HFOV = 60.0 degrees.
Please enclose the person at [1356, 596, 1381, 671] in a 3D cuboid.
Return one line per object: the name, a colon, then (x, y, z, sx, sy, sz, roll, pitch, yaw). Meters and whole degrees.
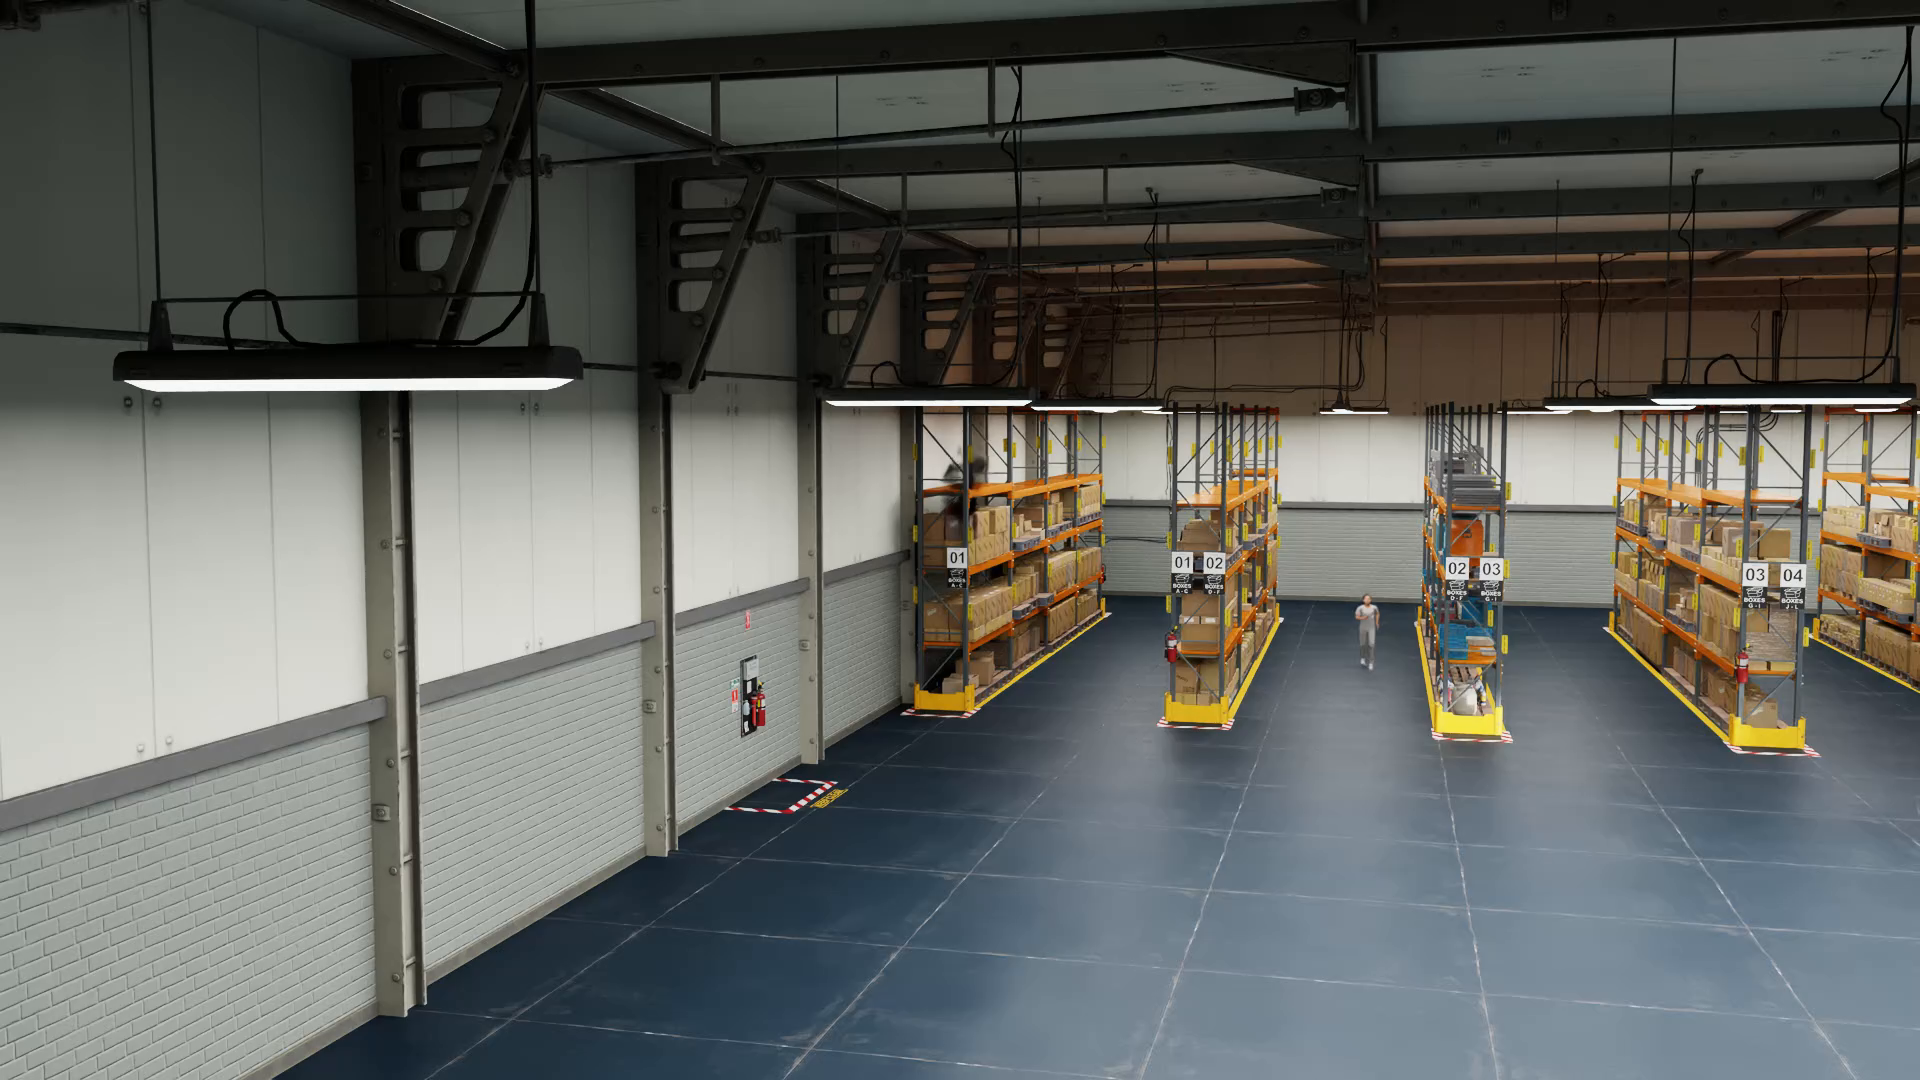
person: (9.271, 2.097, 37.753, 0.574, 1.645, 0.925, 1, 4, 7)
